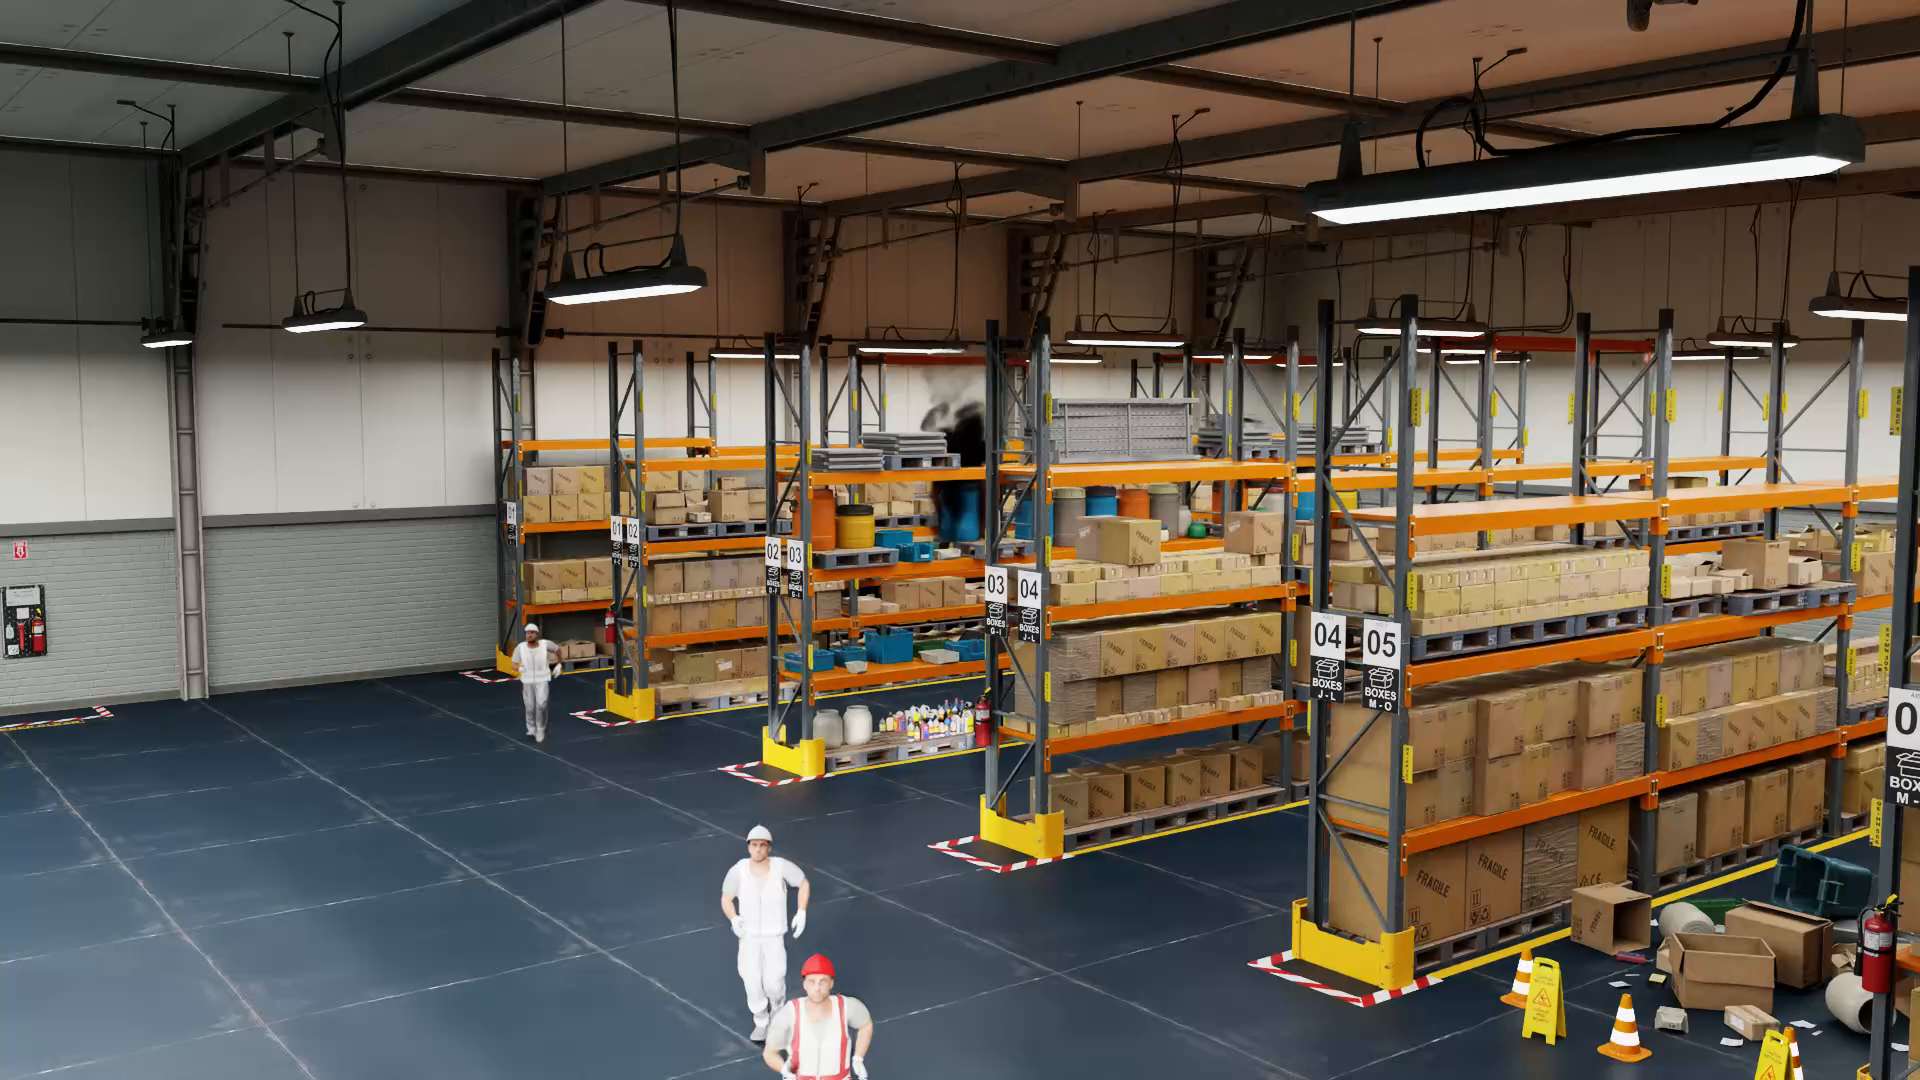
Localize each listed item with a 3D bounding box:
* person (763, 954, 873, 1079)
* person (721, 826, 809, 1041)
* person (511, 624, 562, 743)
[{"bbox_3d":[-0.851,3.362,10.010,0.661,1.770,1.016,0,5,-3],"label":"person"},{"bbox_3d":[-1.553,3.132,13.186,0.692,1.743,0.600,0,5,-1],"label":"person"},{"bbox_3d":[-6.270,2.111,24.628,0.702,1.769,0.865,-1,5,-6],"label":"person"}]
